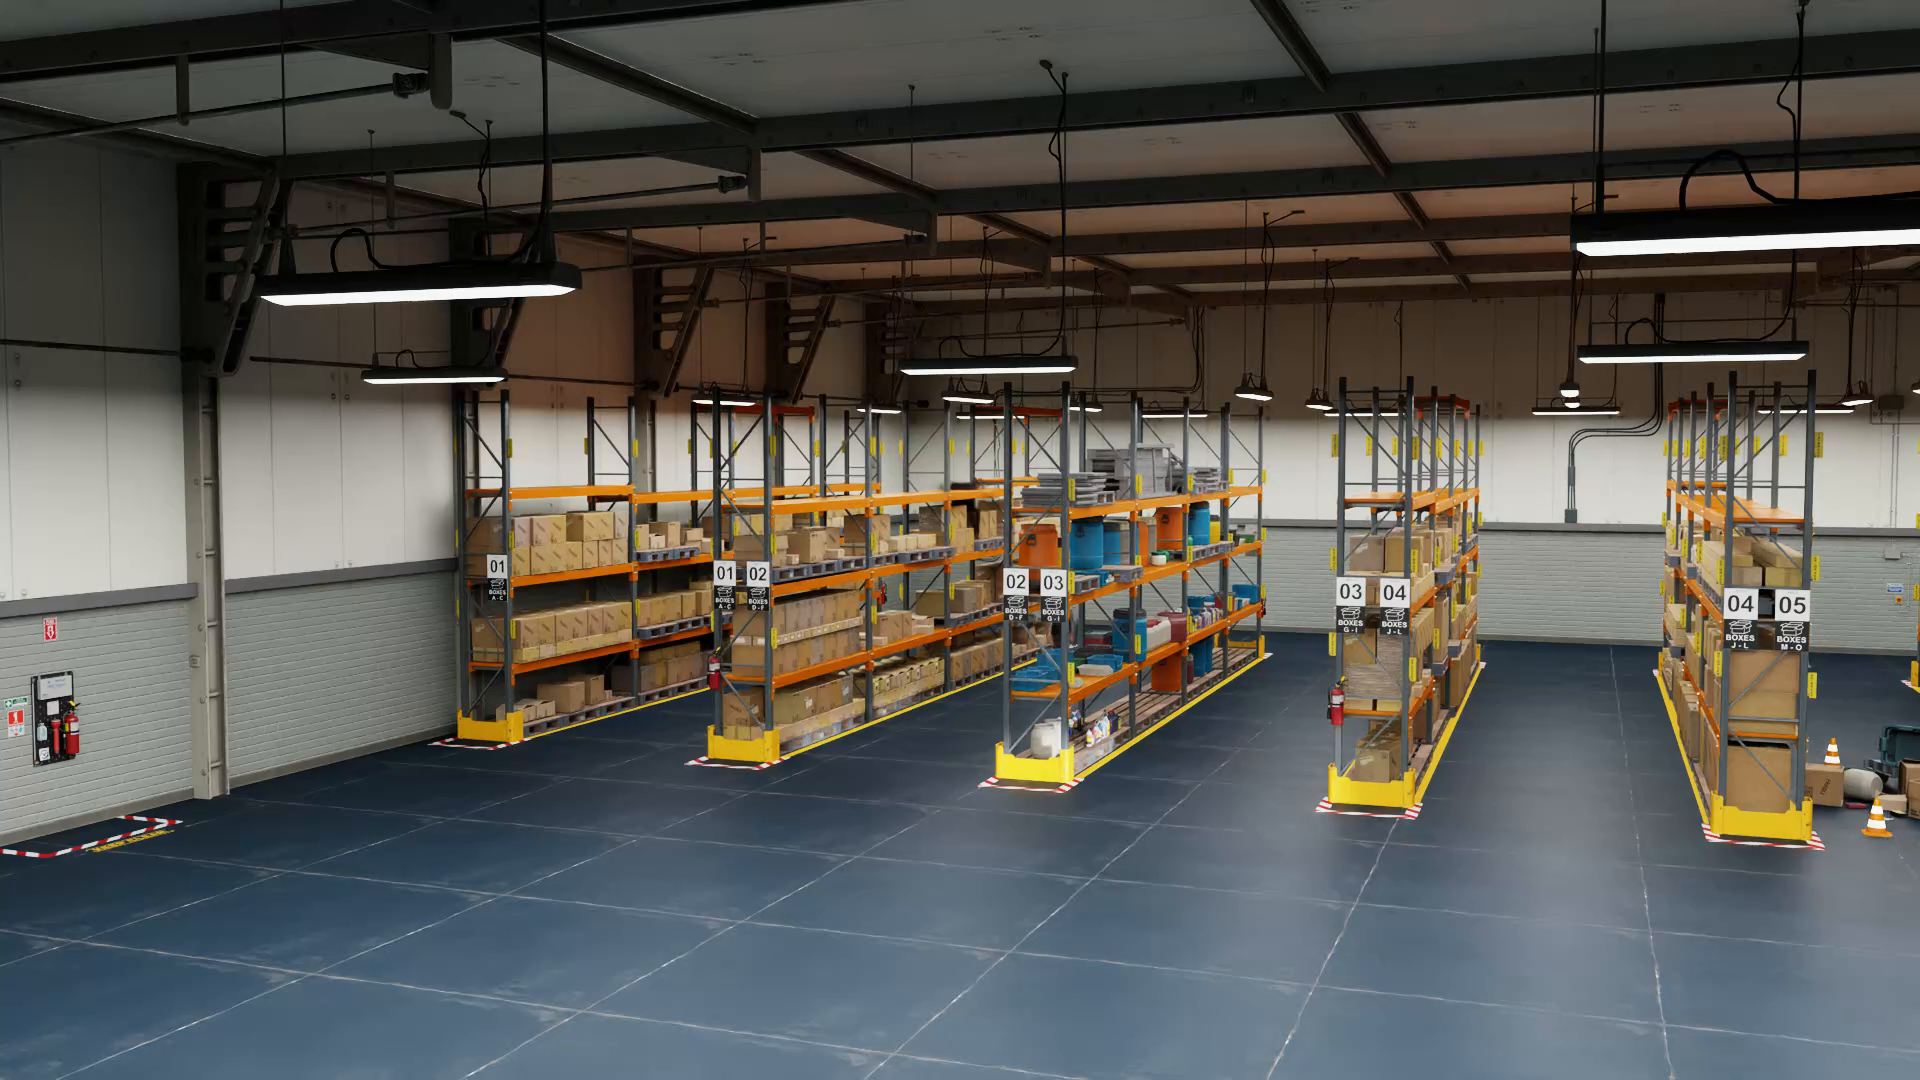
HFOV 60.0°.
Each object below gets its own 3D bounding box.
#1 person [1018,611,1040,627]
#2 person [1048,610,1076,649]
[{"bbox_3d":[1.838,1.832,43.591,0.827,1.533,0.474,3,4,39],"label":"person"},{"bbox_3d":[2.172,2.051,35.667,0.594,1.679,0.982,2,4,33],"label":"person"}]
